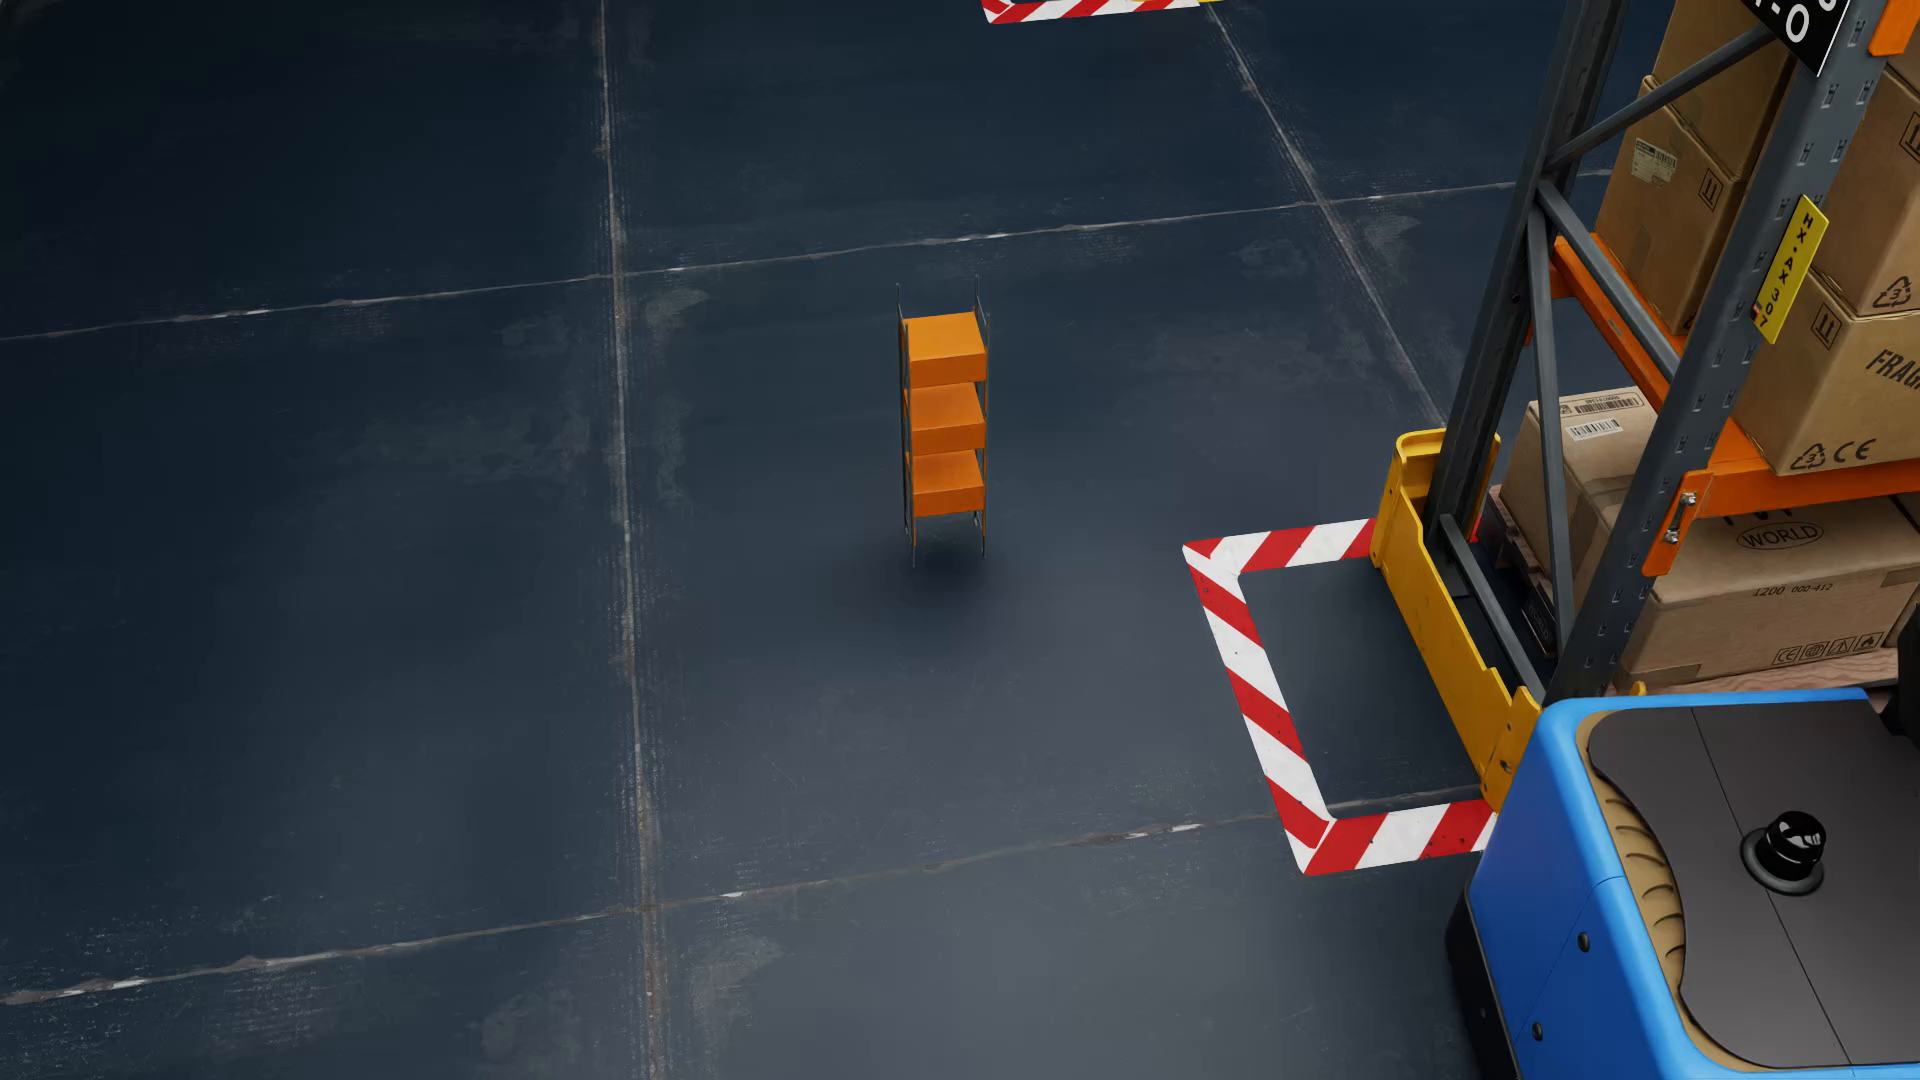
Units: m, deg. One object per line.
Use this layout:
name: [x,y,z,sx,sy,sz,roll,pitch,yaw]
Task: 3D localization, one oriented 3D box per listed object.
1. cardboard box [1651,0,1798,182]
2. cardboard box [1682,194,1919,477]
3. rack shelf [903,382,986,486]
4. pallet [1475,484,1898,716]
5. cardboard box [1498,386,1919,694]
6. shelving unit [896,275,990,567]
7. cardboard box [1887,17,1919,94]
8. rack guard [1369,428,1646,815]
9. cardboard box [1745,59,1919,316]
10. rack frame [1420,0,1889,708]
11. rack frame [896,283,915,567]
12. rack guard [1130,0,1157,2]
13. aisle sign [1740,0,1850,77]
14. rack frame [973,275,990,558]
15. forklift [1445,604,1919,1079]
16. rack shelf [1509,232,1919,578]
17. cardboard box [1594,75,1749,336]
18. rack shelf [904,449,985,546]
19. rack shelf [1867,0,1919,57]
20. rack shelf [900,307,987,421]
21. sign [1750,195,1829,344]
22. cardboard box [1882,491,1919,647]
cardboard box: [2.120,-1.253,4.110,0.500,0.500,0.500,-6,46,-5]
cardboard box: [2.208,-0.533,4.111,0.500,0.500,0.500,-7,47,-7]
rack shelf: [-0.053,-0.350,5.373,0.240,0.259,0.215,-7,46,-7]
pallet: [2.461,0.171,5.439,1.213,0.211,1.003,-7,46,-7]
cardboard box: [2.319,-0.052,5.204,0.875,0.438,0.875,-9,47,-8]
shelving unit: [-0.053,-0.358,5.366,0.252,1.050,0.215,-7,46,-7]
cardboard box: [2.083,-1.097,3.509,0.250,0.149,0.380,-6,46,-6]
rack guard: [1.662,0.227,5.184,0.348,0.500,1.175,-7,46,-7]
cardboard box: [2.208,-0.881,3.752,0.500,0.500,0.500,-8,47,-8]
rack frame: [1.686,-0.643,4.286,0.127,3.000,1.000,-7,46,-7]
rack frame: [-0.173,-0.343,5.351,0.008,1.050,0.200,-7,46,-7]
rack guard: [0.911,-3.307,8.589,0.348,0.500,1.175,-7,46,-7]
aisle sign: [1.665,-1.330,3.143,0.004,0.787,0.394,-7,46,-7]
rack frame: [0.067,-0.373,5.380,0.008,1.050,0.200,-7,46,-7]
forklift: [2.870,0.398,3.331,3.031,2.935,1.130,-2,46,-2]
rack shelf: [3.657,-0.639,4.782,4.000,0.370,1.077,-7,46,-7]
cardboard box: [2.116,-0.925,4.488,0.500,0.500,0.500,-7,46,-7]
rack shelf: [-0.053,-0.158,5.573,0.240,0.259,0.215,-7,46,-7]
rack shelf: [3.657,-1.680,3.702,4.000,0.370,1.077,-7,46,-7]
rack shelf: [-0.053,-0.547,5.169,0.240,0.259,0.215,-7,46,-7]
sign: [1.775,-0.576,3.566,0.005,0.325,0.100,-7,46,-7]
cardboard box: [3.220,-0.170,5.318,0.875,0.438,0.875,-6,46,-6]
